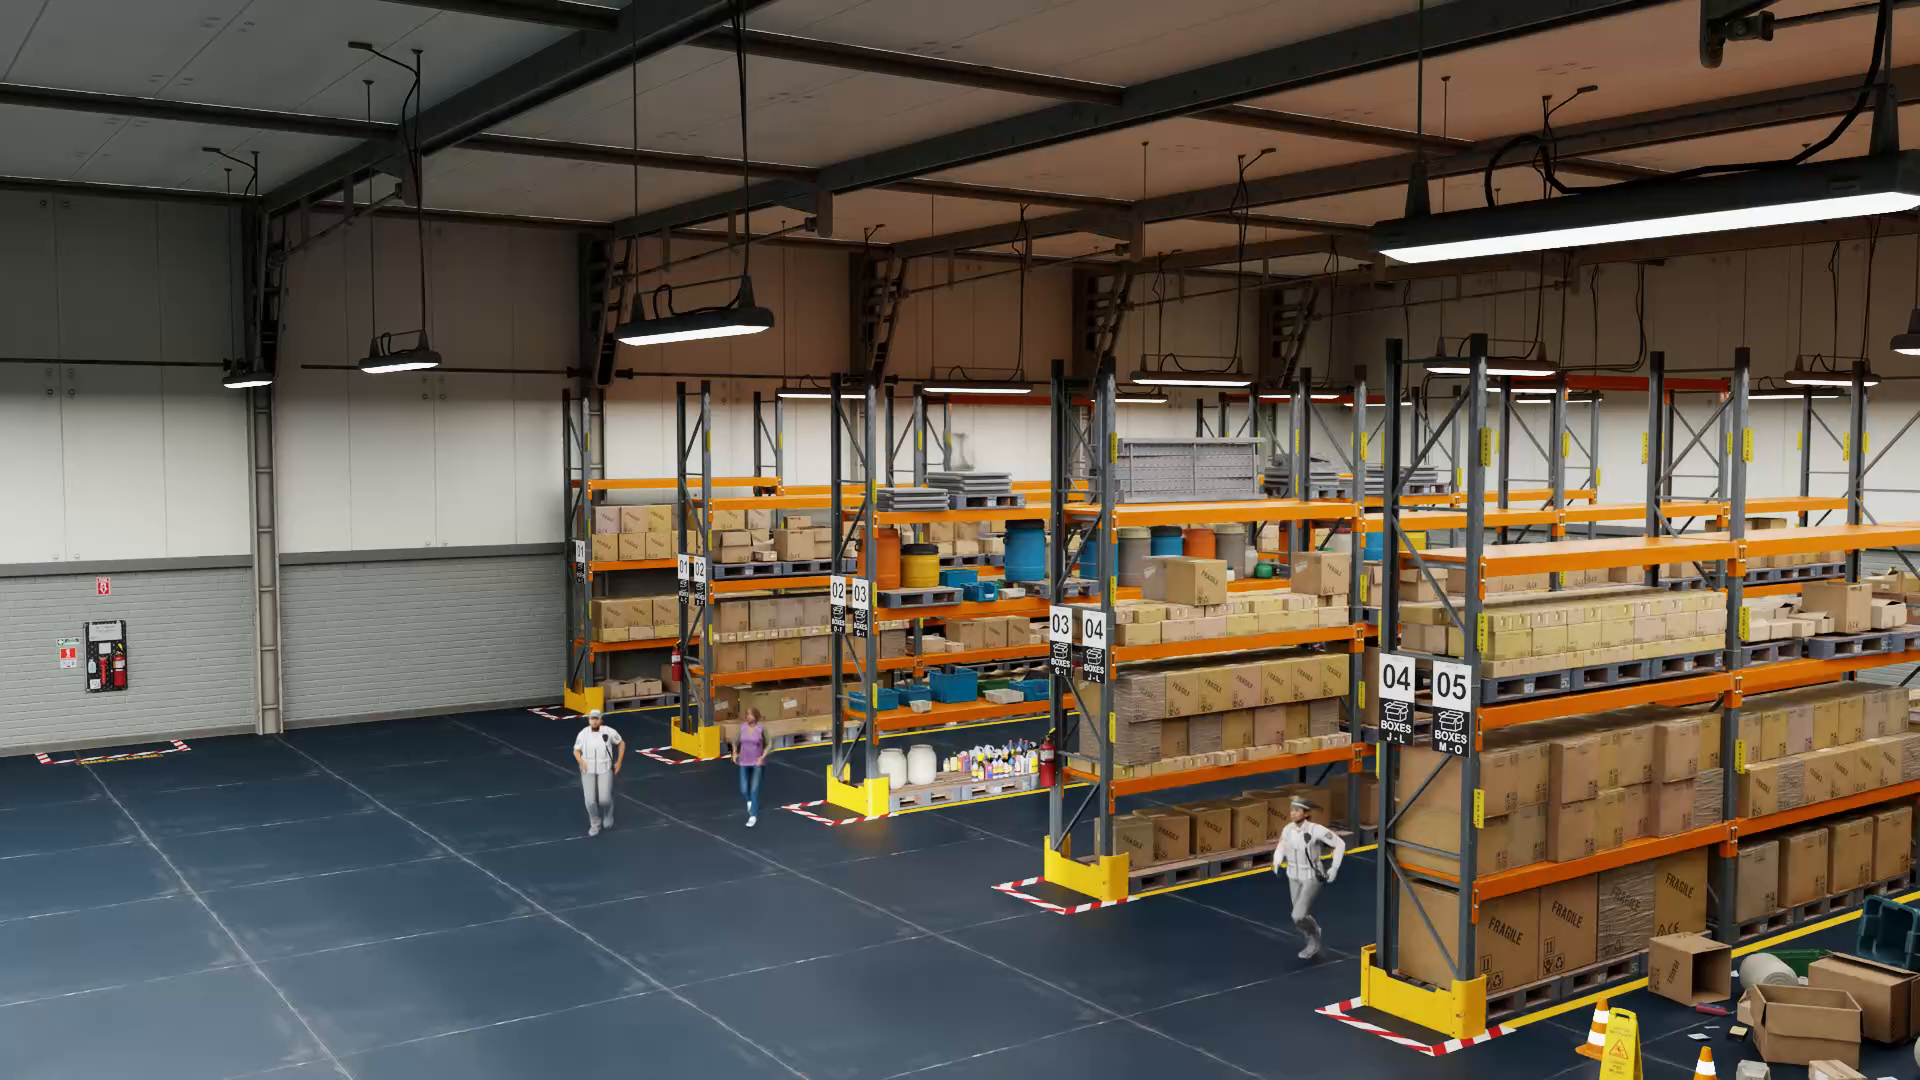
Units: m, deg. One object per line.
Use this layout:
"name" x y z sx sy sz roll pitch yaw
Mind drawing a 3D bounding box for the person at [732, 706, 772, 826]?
"person" -2.763 2.982 22.068 0.551 1.564 0.513 0 4 6

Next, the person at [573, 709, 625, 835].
"person" -4.649 2.981 21.386 0.639 1.626 0.560 0 4 -6

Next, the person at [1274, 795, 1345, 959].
"person" 3.342 3.293 16.130 0.729 1.651 0.634 -3 5 -43
